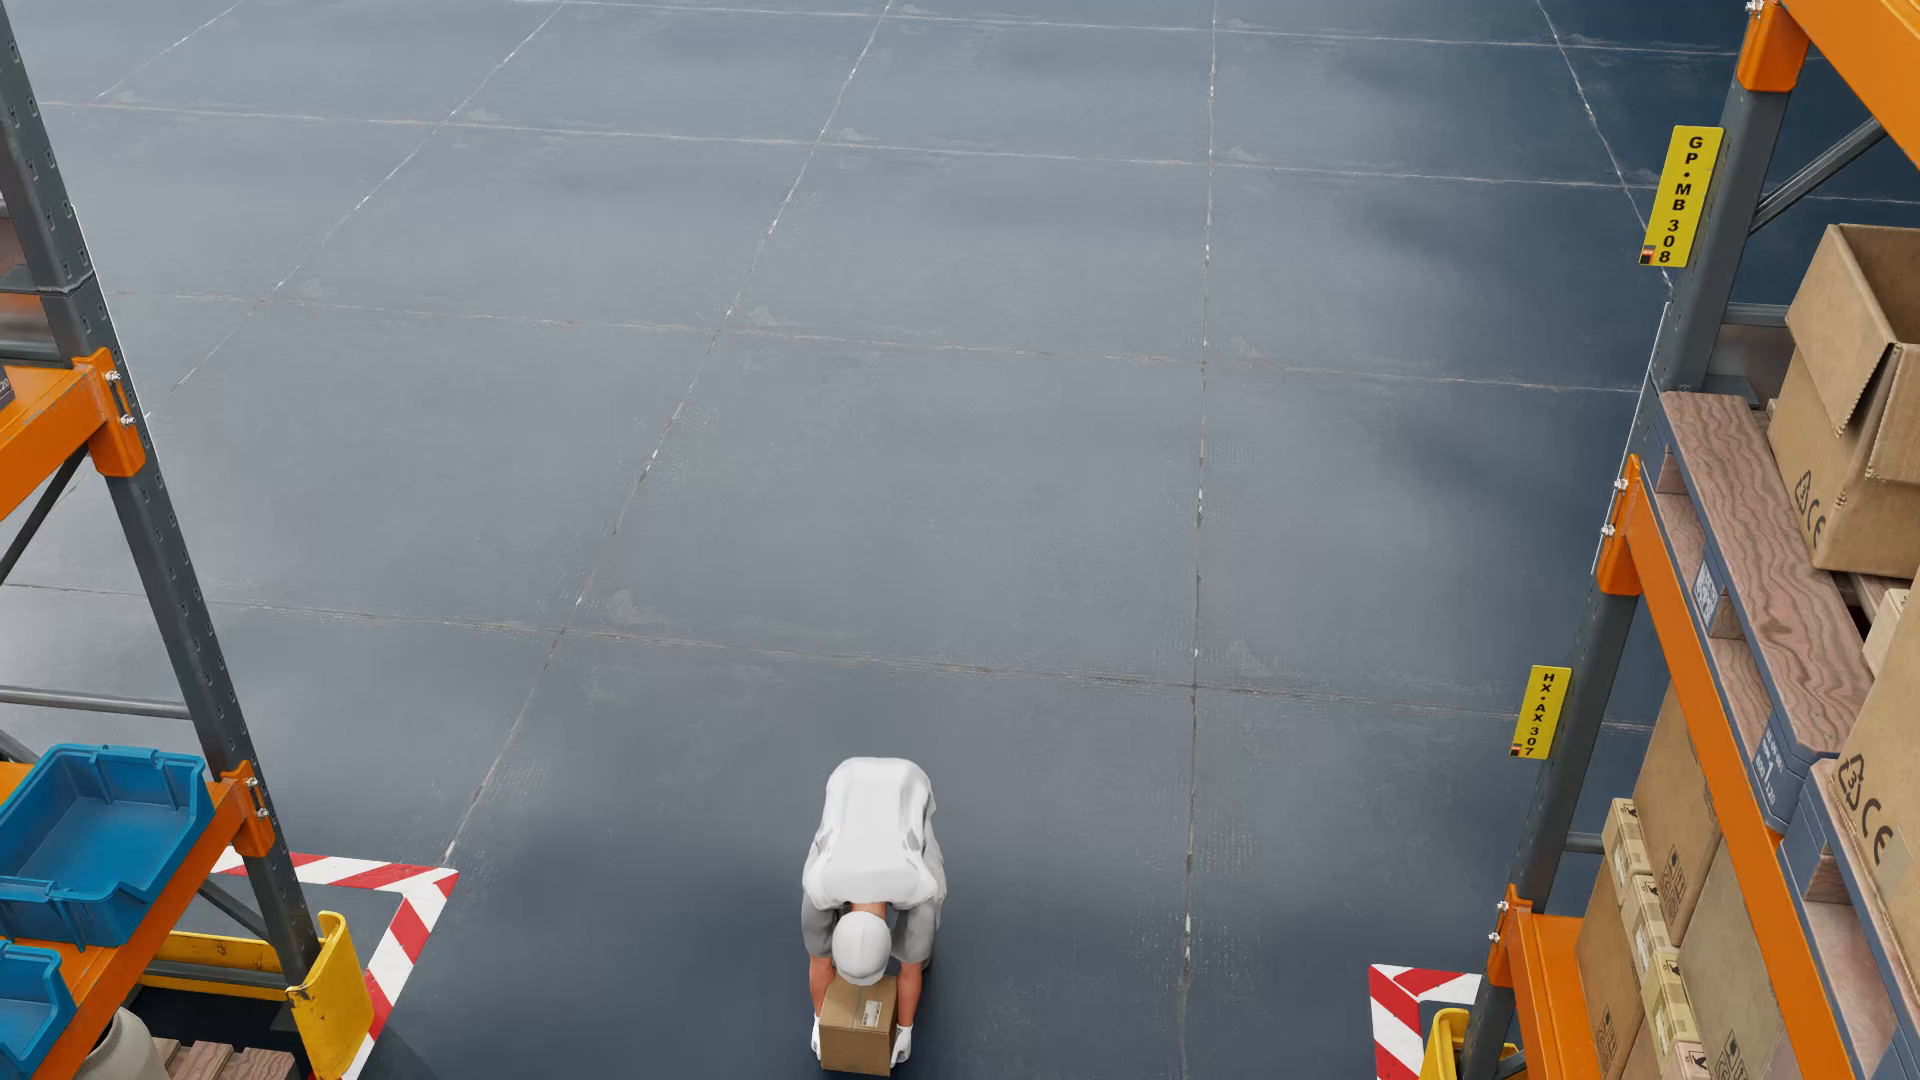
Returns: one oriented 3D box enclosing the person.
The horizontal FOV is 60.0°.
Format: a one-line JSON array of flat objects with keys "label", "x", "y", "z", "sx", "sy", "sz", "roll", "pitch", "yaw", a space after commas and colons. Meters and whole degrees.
[{"label": "person", "x": -0.316, "y": 1.331, "z": 6.028, "sx": 0.530, "sy": 0.842, "sz": 0.967, "roll": 3, "pitch": 36, "yaw": 5}]
